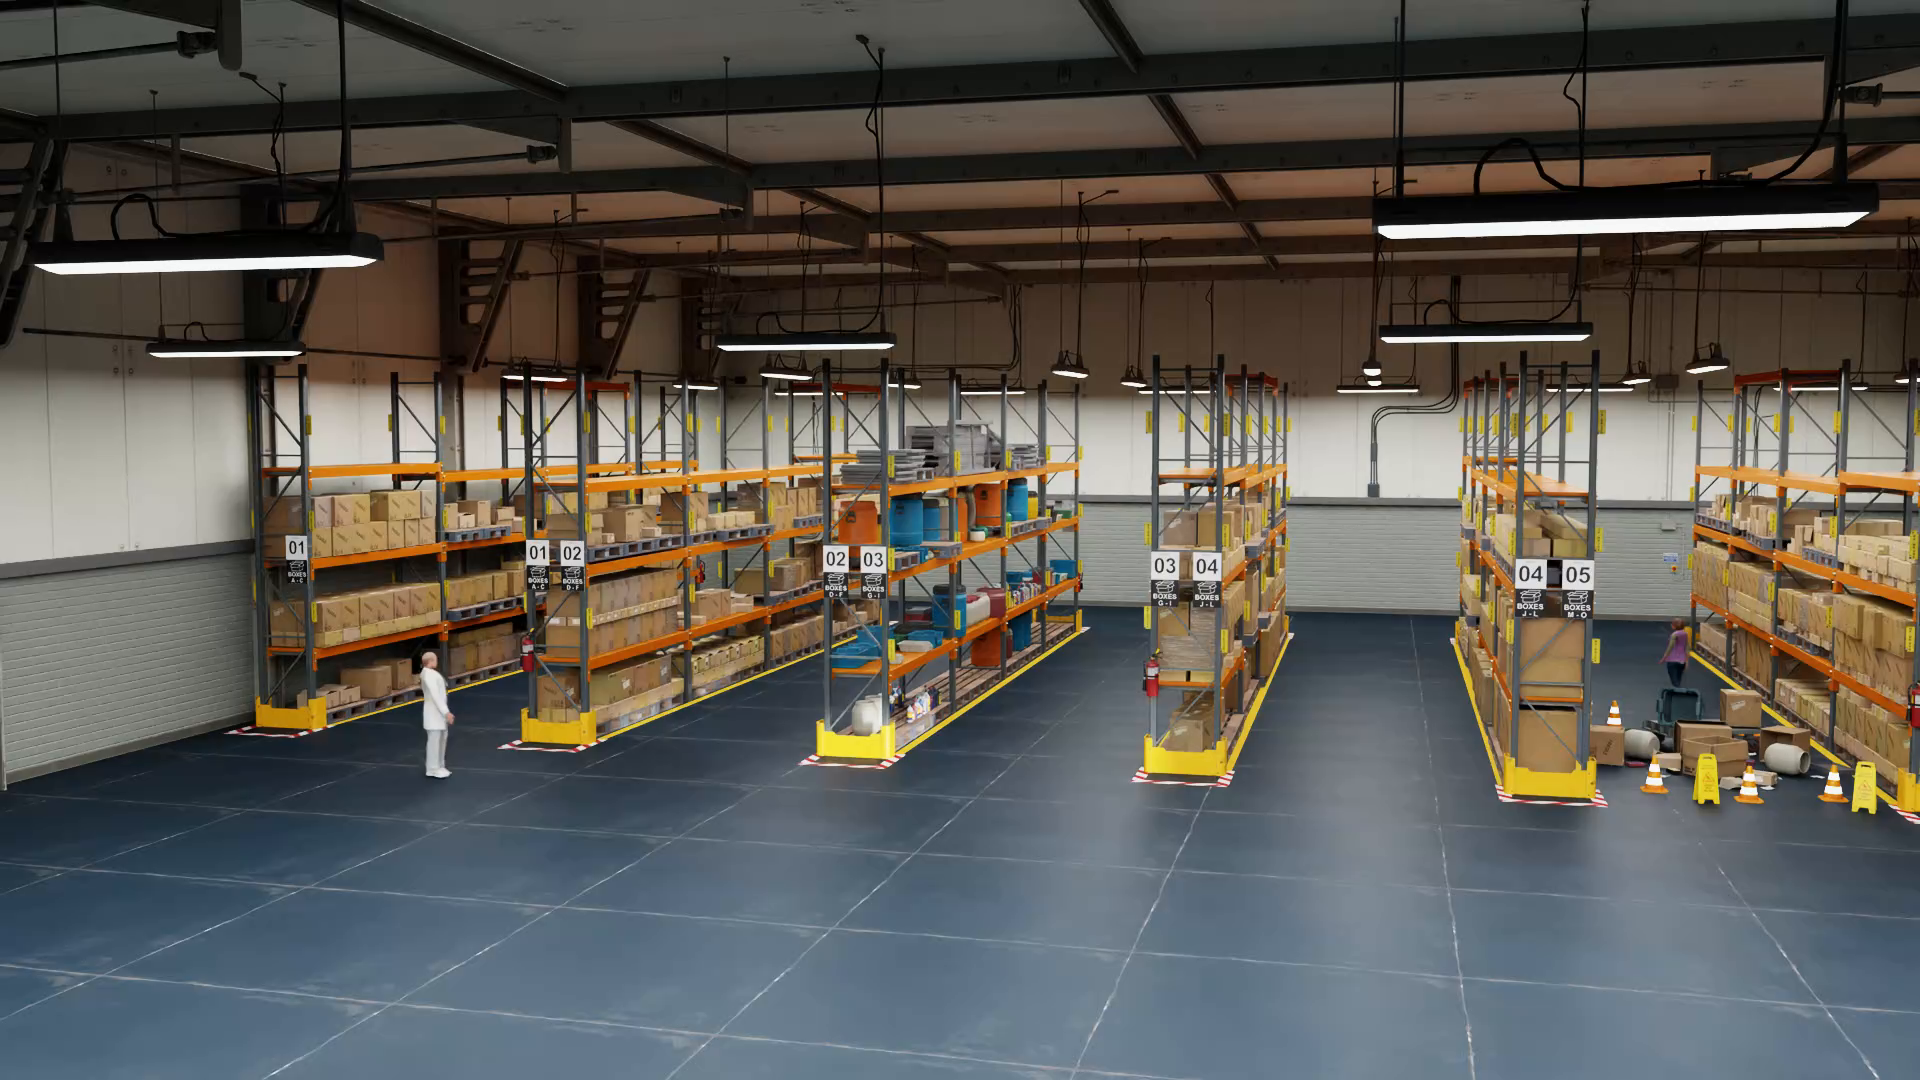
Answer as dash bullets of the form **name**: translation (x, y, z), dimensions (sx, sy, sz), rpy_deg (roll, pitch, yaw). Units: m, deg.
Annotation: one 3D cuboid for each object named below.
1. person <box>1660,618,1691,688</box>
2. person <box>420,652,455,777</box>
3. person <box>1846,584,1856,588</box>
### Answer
- **person**: translation (12.722, 2.163, 29.564), dimensions (0.505, 1.579, 0.841), rpy_deg (0, 4, 4)
- **person**: translation (-7.433, 2.500, 23.720), dimensions (0.567, 1.835, 0.654), rpy_deg (0, 4, -1)
- **person**: translation (19.962, 1.620, 37.199), dimensions (0.977, 1.626, 0.473), rpy_deg (1, 4, 10)
